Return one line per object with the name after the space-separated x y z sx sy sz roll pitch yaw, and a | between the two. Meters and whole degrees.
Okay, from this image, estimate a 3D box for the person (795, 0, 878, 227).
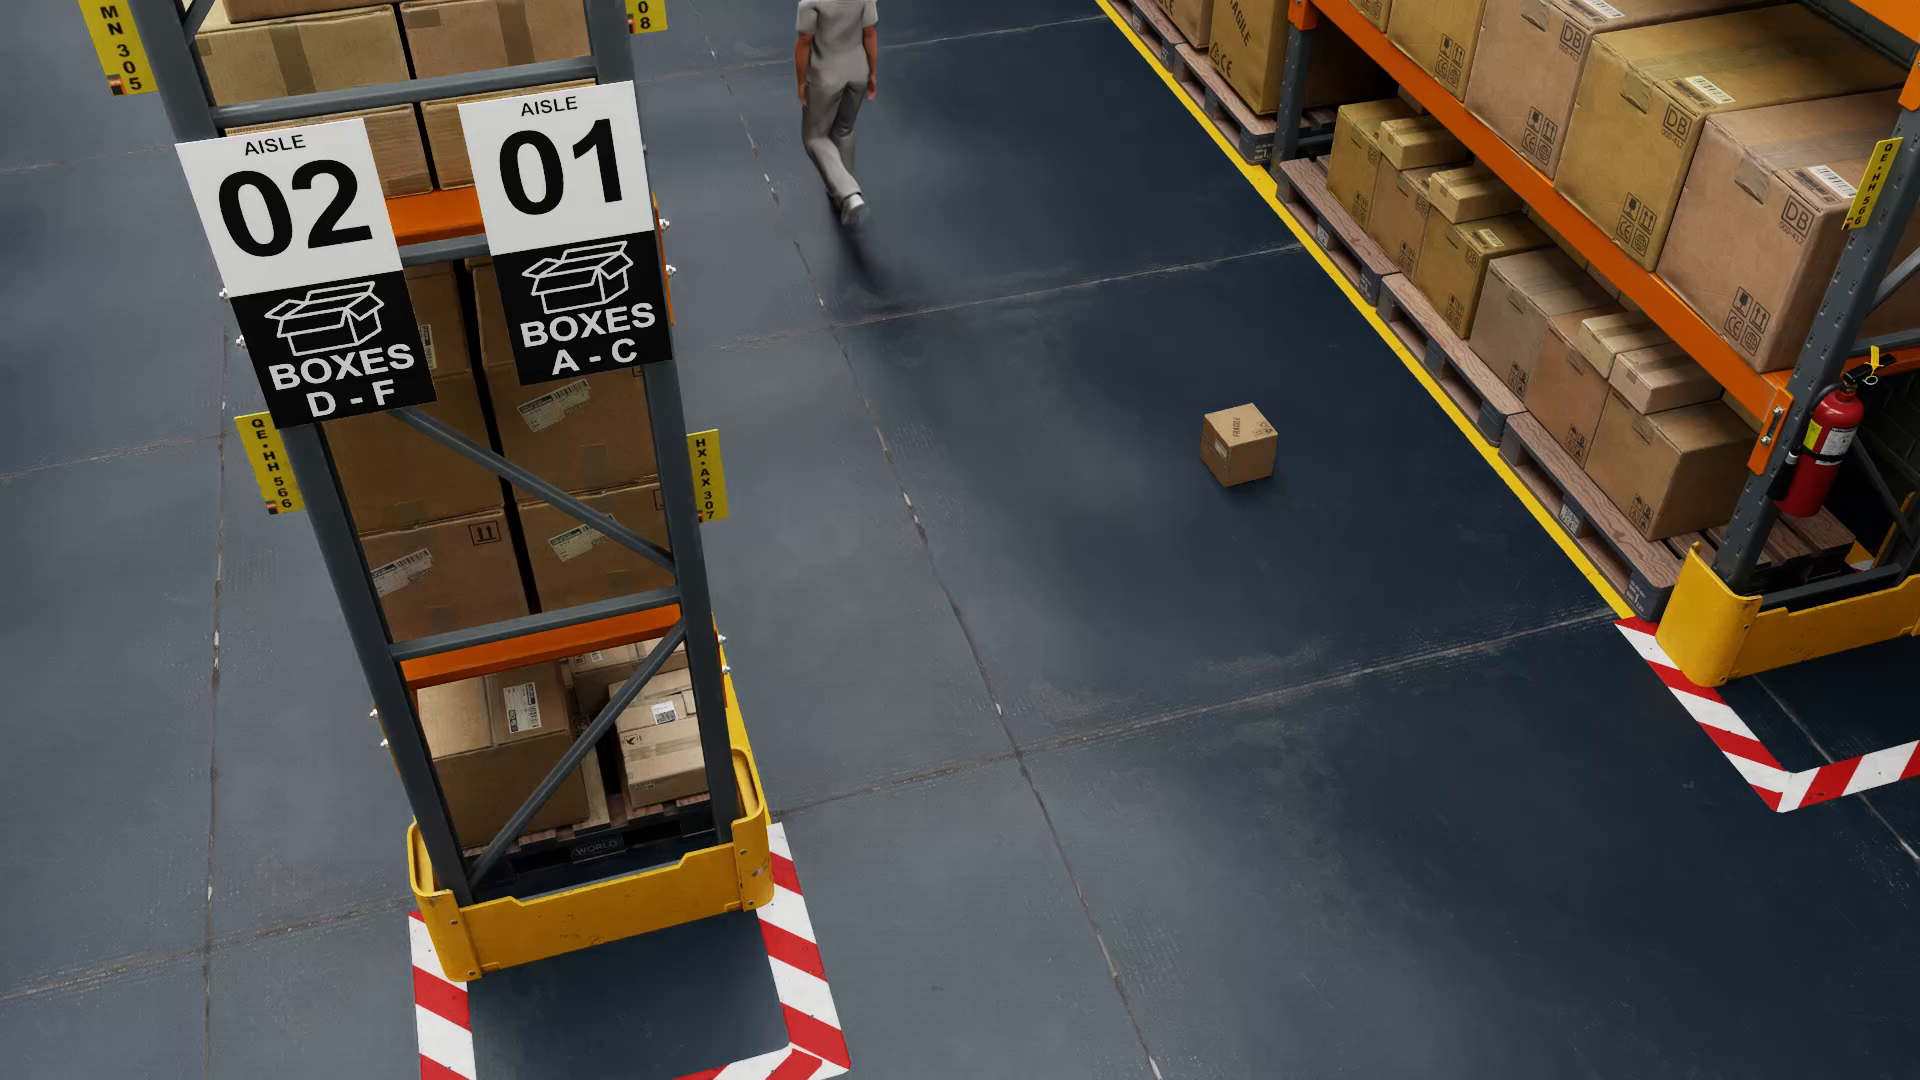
-0.640 -2.426 8.803 0.449 1.644 0.741 -18 45 -19 | person
